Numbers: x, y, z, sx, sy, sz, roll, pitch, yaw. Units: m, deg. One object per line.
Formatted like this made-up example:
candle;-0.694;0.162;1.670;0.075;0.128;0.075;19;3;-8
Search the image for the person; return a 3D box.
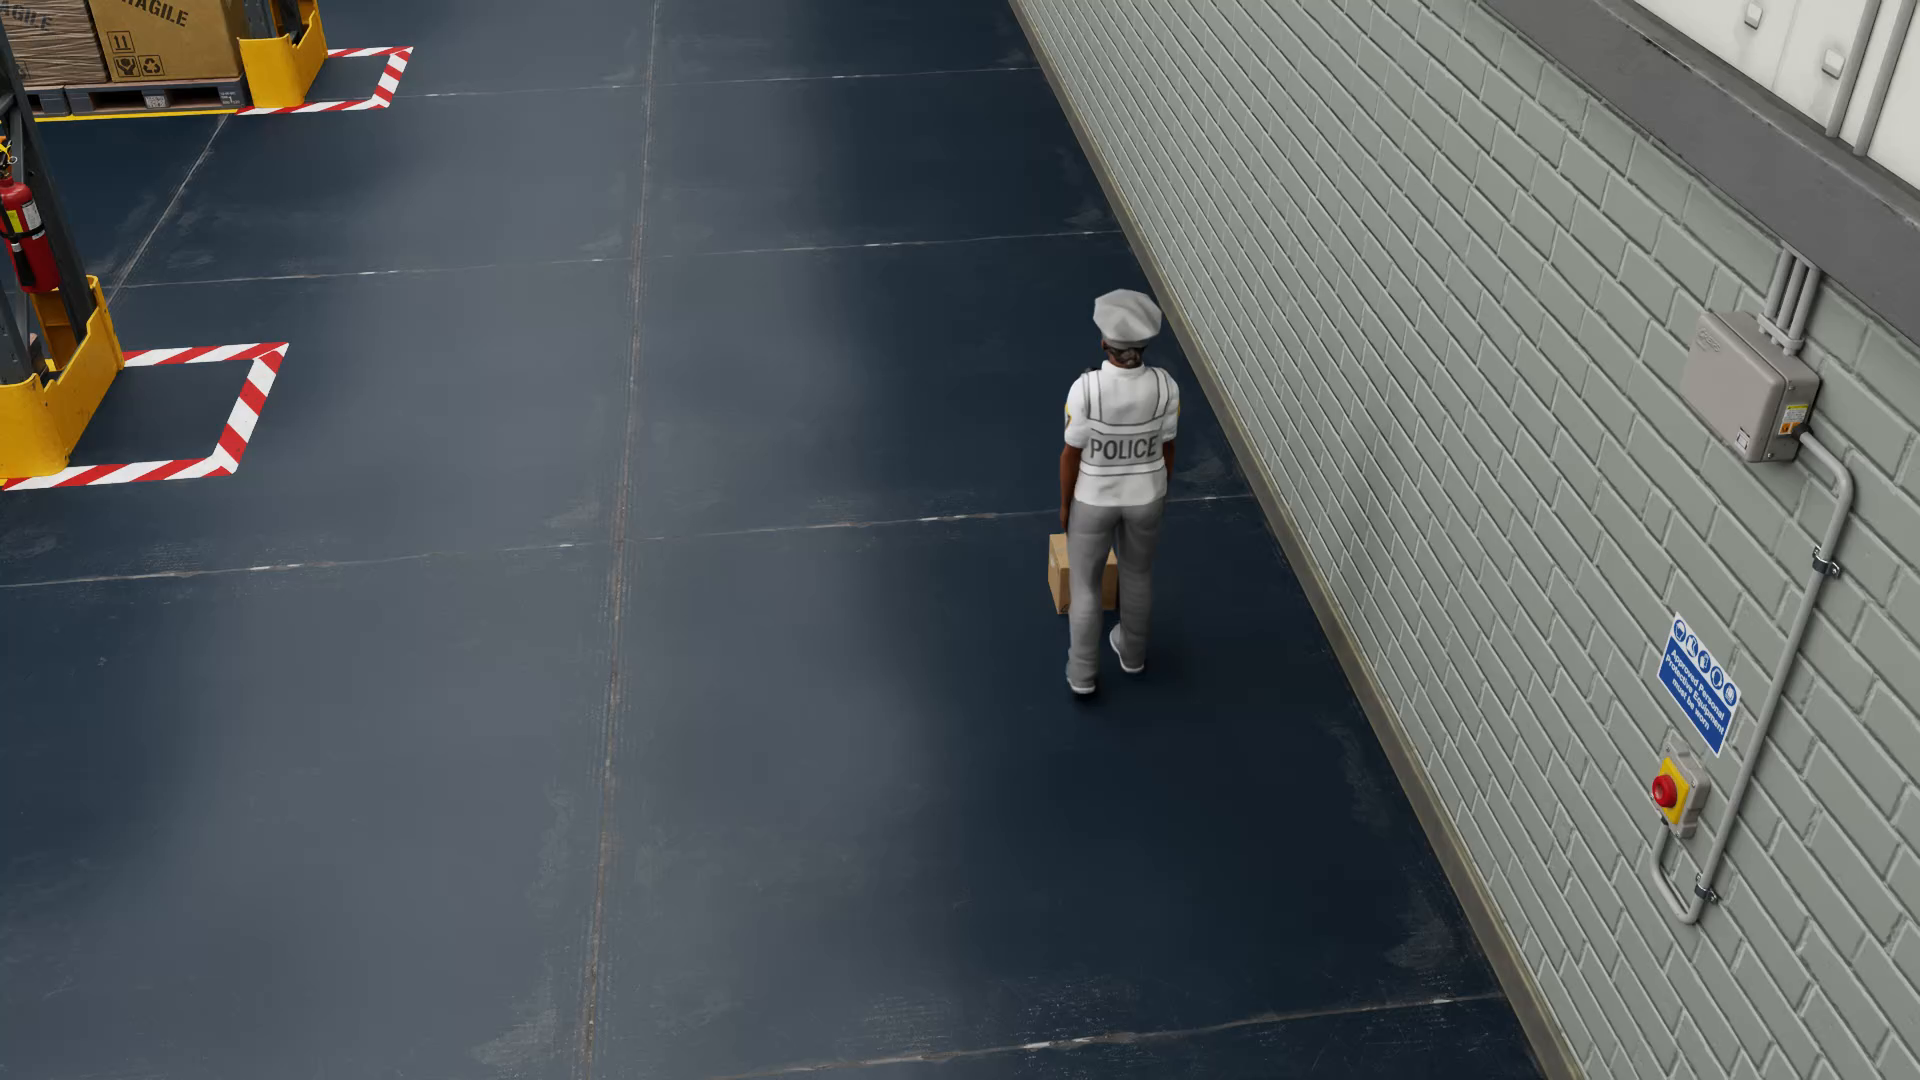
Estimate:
person;0.594;-0.156;6.377;0.431;1.715;0.426;-4;35;-6
